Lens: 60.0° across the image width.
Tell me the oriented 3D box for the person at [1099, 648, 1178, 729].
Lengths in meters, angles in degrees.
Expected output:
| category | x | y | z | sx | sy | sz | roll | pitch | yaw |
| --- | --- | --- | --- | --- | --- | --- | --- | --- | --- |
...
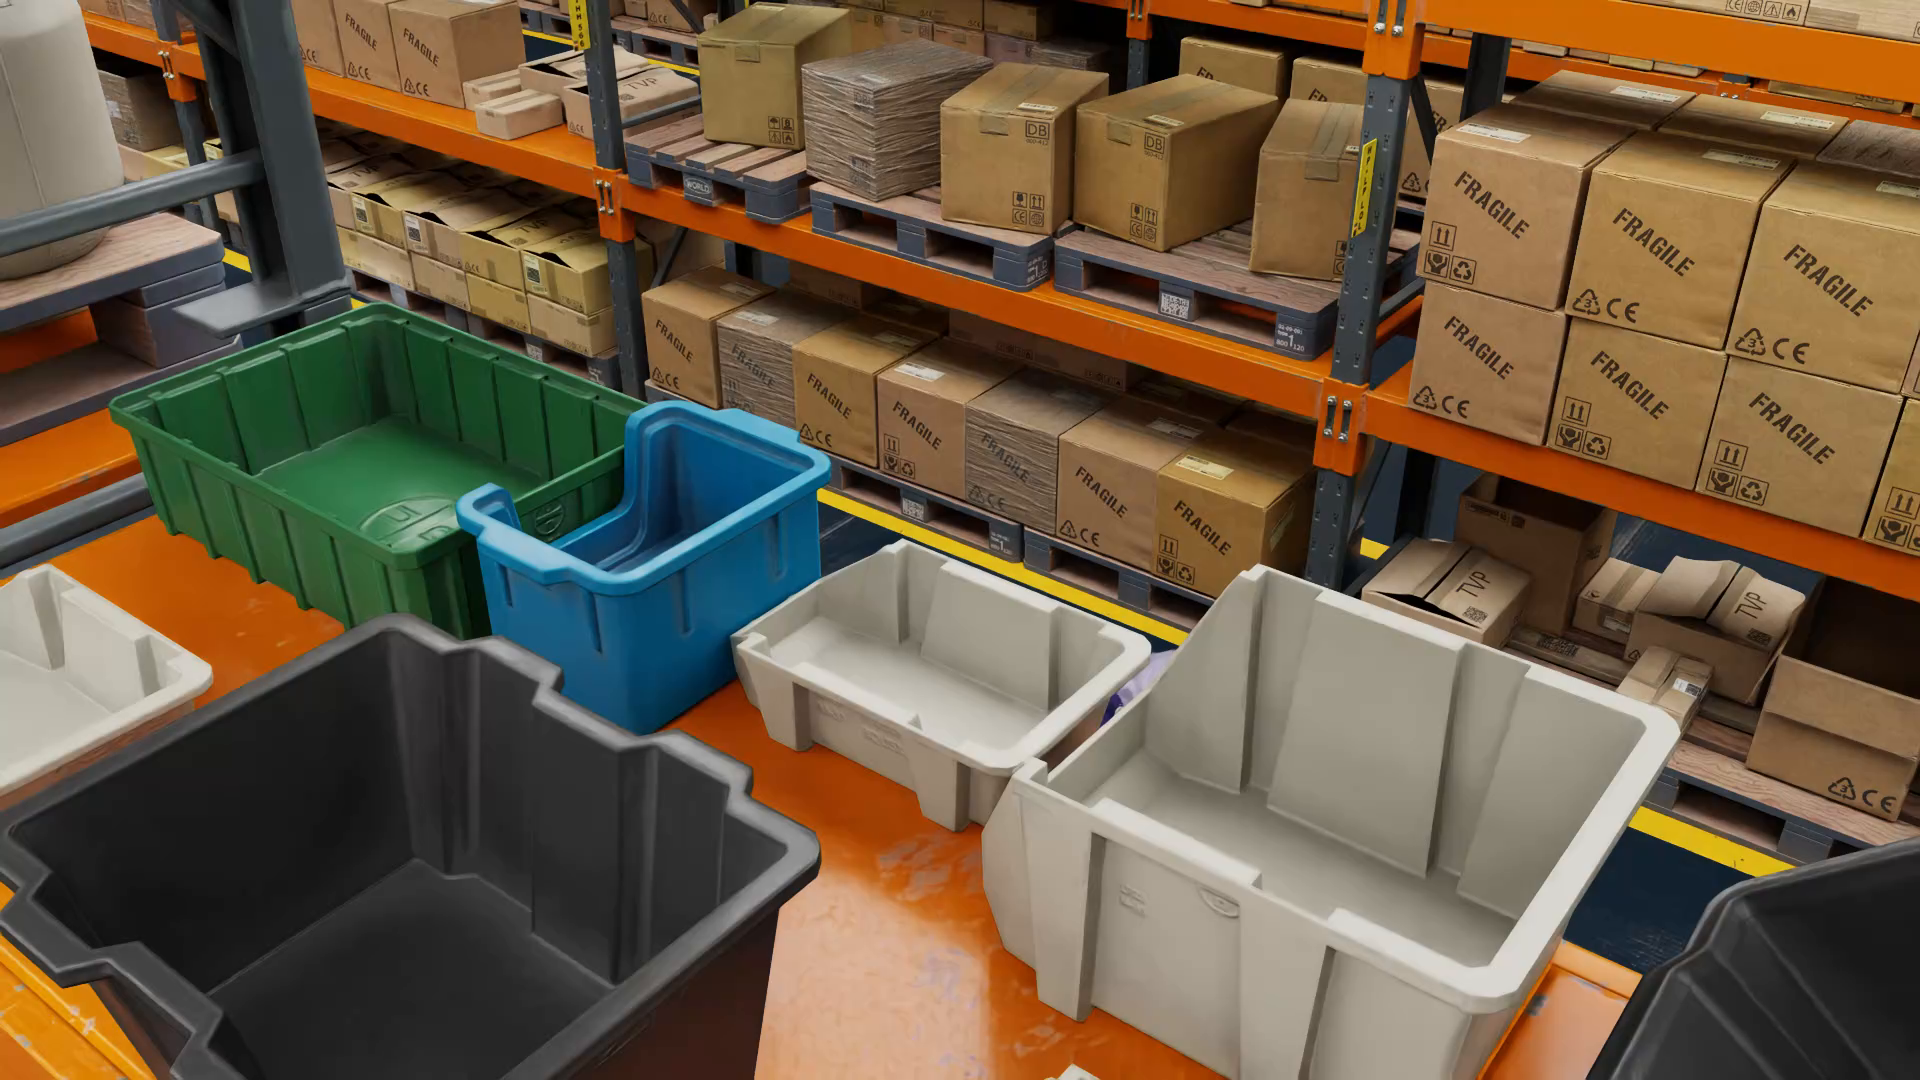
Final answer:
| category | x | y | z | sx | sy | sz | roll | pitch | yaw |
| --- | --- | --- | --- | --- | --- | --- | --- | --- | --- |
| person | 0.853 | 0.697 | 5.934 | 0.854 | 0.807 | 0.508 | 16 | 35 | 24 |
